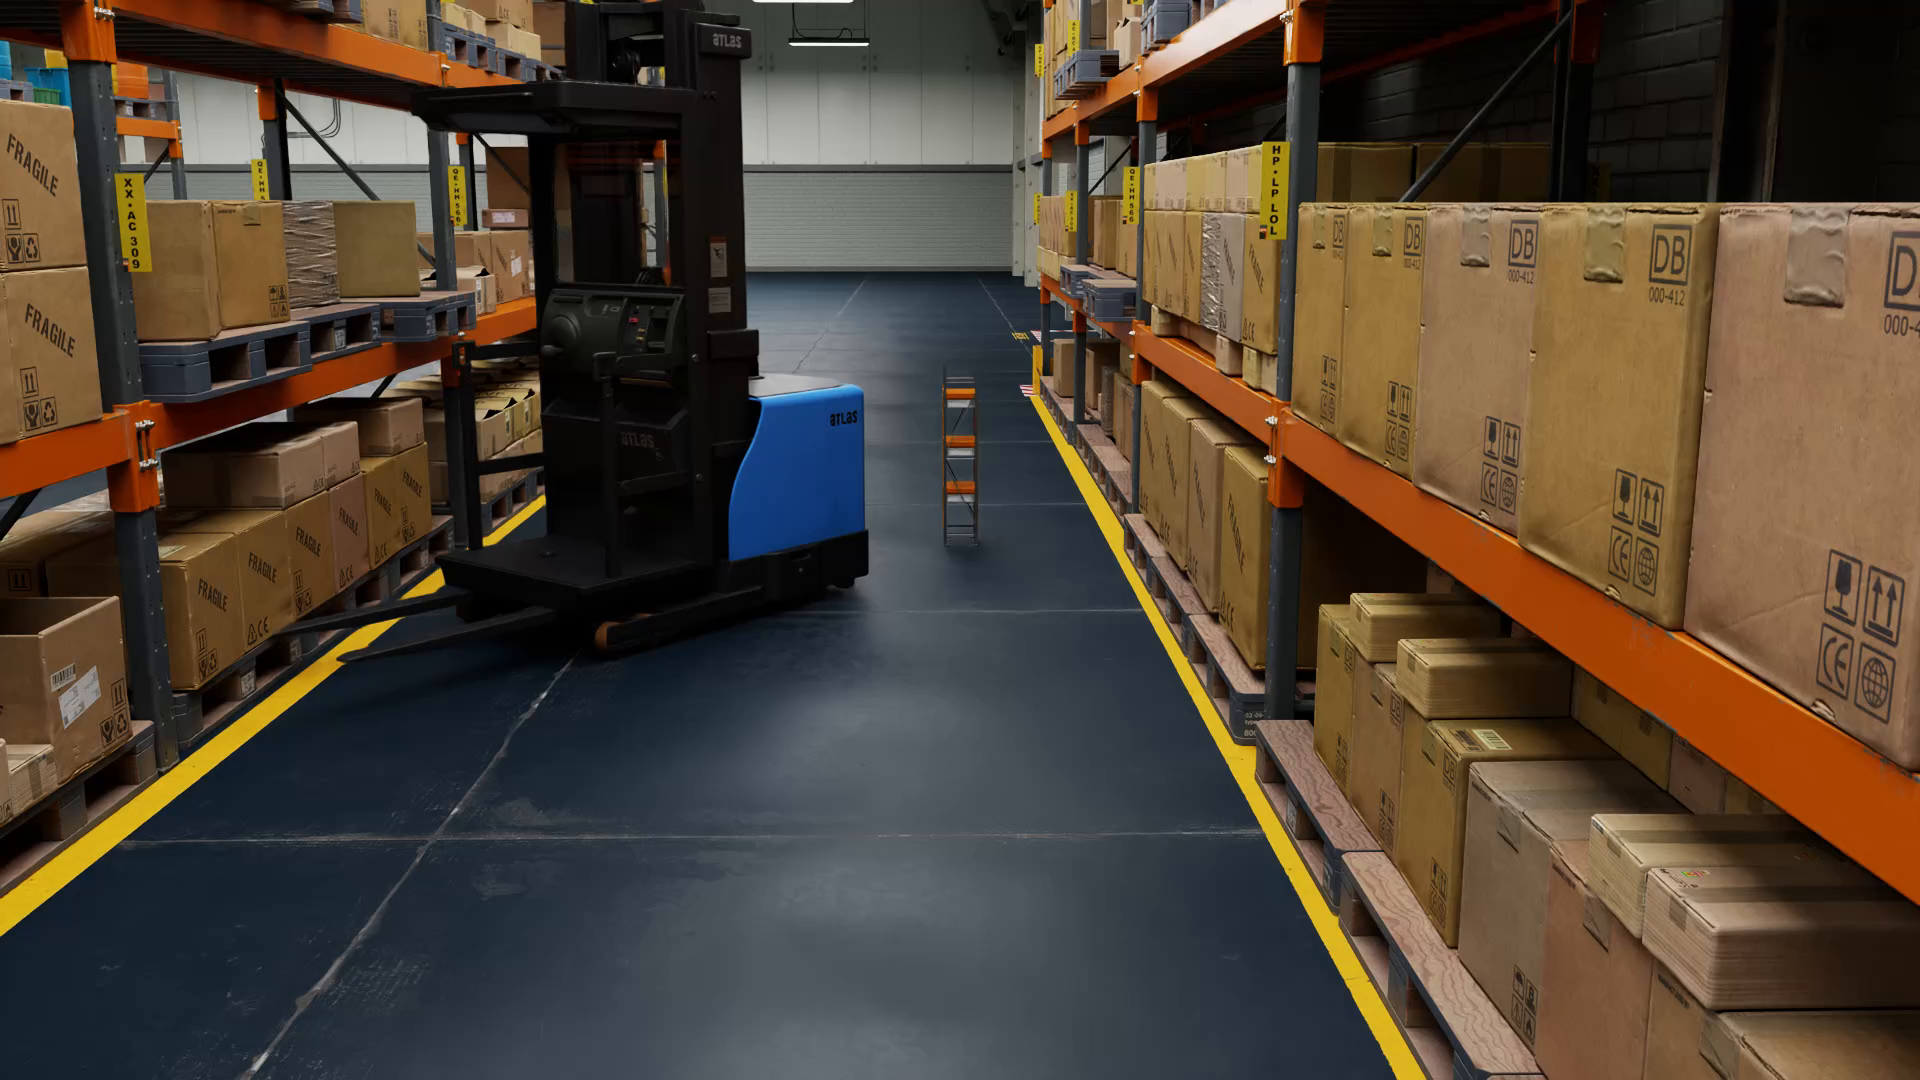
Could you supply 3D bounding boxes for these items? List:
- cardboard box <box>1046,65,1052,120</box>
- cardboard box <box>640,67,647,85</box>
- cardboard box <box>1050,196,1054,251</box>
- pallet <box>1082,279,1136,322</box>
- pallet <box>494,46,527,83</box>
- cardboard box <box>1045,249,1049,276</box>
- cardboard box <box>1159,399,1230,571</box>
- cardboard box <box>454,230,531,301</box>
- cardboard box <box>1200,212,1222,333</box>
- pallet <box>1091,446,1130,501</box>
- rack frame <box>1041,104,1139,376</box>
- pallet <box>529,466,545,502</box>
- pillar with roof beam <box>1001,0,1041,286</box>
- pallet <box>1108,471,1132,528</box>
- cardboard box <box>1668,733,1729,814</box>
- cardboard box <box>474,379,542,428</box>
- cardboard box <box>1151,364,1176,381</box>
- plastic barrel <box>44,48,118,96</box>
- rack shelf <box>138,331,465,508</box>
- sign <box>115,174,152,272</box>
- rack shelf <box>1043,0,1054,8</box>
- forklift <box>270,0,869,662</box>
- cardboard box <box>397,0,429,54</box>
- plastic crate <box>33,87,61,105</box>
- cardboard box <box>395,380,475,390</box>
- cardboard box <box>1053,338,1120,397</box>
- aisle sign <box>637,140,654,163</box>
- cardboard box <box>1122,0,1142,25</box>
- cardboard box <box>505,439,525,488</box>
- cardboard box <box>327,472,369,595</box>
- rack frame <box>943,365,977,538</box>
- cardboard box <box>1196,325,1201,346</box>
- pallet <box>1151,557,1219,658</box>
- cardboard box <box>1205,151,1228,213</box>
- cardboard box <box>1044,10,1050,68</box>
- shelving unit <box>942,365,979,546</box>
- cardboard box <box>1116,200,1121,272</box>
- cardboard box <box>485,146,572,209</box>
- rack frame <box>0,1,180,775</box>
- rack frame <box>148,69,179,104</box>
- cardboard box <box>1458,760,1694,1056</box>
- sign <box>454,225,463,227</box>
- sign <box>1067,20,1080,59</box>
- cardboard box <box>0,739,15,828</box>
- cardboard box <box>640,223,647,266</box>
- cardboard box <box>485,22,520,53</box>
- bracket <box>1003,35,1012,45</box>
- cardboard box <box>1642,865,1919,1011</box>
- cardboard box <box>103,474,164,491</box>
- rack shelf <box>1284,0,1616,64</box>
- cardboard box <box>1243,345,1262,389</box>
[{"bbox_3d":[1.100,-4.404,16.375,0.500,0.500,0.500,1,11,3],"label":"cardboard box"},{"bbox_3d":[-3.298,-4.471,15.979,0.500,0.250,0.500,0,11,-1],"label":"cardboard box"},{"bbox_3d":[1.104,-2.953,15.513,0.500,0.500,0.500,0,11,1],"label":"cardboard box"},{"bbox_3d":[1.412,-1.506,10.421,1.213,0.211,1.003,0,11,-1],"label":"pallet"},{"bbox_3d":[-3.549,-3.172,11.081,1.003,0.211,1.213,0,11,1],"label":"pallet"},{"bbox_3d":[1.090,-2.683,16.065,0.500,0.250,0.500,0,11,-2],"label":"cardboard box"},{"bbox_3d":[1.429,-0.290,8.296,0.750,0.750,0.750,0,11,-1],"label":"cardboard box"},{"bbox_3d":[-3.492,-2.024,12.242,0.500,0.500,0.500,1,11,3],"label":"cardboard box"},{"bbox_3d":[1.332,-1.160,7.184,0.500,0.500,0.500,0,11,-1],"label":"cardboard box"},{"bbox_3d":[1.496,-0.490,11.941,1.003,0.211,1.213,0,11,-1],"label":"pallet"},{"bbox_3d":[1.368,-3.049,17.544,1.000,3.000,0.127,0,11,-1],"label":"rack frame"},{"bbox_3d":[-3.420,-0.477,11.879,1.003,0.211,1.213,0,11,-1],"label":"pallet"},{"bbox_3d":[-2.553,-10.607,39.708,9.100,9.000,0.548,0,11,-1],"label":"pillar with roof beam"},{"bbox_3d":[1.518,-0.248,10.749,1.003,0.211,1.213,0,11,-1],"label":"pallet"},{"bbox_3d":[1.764,0.517,3.566,0.380,0.149,0.250,0,11,0],"label":"cardboard box"},{"bbox_3d":[-3.176,-0.984,11.815,0.500,0.311,0.500,0,11,-2],"label":"cardboard box"},{"bbox_3d":[1.517,-1.073,11.100,0.500,0.250,0.500,0,11,0],"label":"cardboard box"},{"bbox_3d":[-8.387,-4.550,15.871,0.600,0.588,0.600,0,11,0],"label":"plastic barrel"},{"bbox_3d":[-3.378,-0.688,7.714,1.077,0.370,4.000,0,11,-1],"label":"rack shelf"},{"bbox_3d":[-2.795,-1.071,5.615,0.100,0.325,0.005,0,11,-1],"label":"sign"},{"bbox_3d":[1.409,-5.238,15.060,1.077,0.370,4.000,0,11,-1],"label":"rack shelf"},{"bbox_3d":[-1.780,-1.018,7.706,1.130,2.935,3.031,9,14,37],"label":"forklift"},{"bbox_3d":[-3.377,-2.870,8.867,0.910,0.500,0.500,0,11,-1],"label":"cardboard box"},{"bbox_3d":[-8.215,-3.894,14.699,0.336,0.188,0.450,0,11,-1],"label":"plastic crate"},{"bbox_3d":[-3.710,-0.977,11.781,0.500,0.311,0.500,0,11,0],"label":"cardboard box"},{"bbox_3d":[1.269,-1.642,15.791,0.700,0.500,0.500,-1,12,-5],"label":"cardboard box"},{"bbox_3d":[-3.293,-4.316,17.252,0.394,0.787,0.004,0,11,-1],"label":"aisle sign"},{"bbox_3d":[1.407,-3.625,11.530,0.500,0.500,0.500,-1,11,-3],"label":"cardboard box"},{"bbox_3d":[-3.148,-0.501,10.845,0.500,0.250,0.500,-1,11,-3],"label":"cardboard box"},{"bbox_3d":[-3.138,-0.036,7.874,0.500,0.500,0.500,-1,11,-3],"label":"cardboard box"},{"bbox_3d":[-0.001,-0.528,10.022,0.200,1.050,0.008,0,11,-1],"label":"rack frame"},{"bbox_3d":[1.363,-1.024,8.141,0.380,0.149,0.250,0,11,0],"label":"cardboard box"},{"bbox_3d":[1.496,0.307,8.017,1.003,0.211,1.213,0,11,-1],"label":"pallet"},{"bbox_3d":[1.339,-1.531,7.124,0.500,0.250,0.500,0,11,0],"label":"cardboard box"},{"bbox_3d":[1.093,-4.891,16.260,0.500,0.500,0.500,0,11,-2],"label":"cardboard box"},{"bbox_3d":[0.001,-0.504,9.902,0.215,1.050,0.252,0,11,-1],"label":"shelving unit"},{"bbox_3d":[1.476,-2.175,11.880,0.700,0.500,0.500,1,12,7],"label":"cardboard box"},{"bbox_3d":[-3.518,-3.006,13.817,0.700,0.500,0.500,0,11,-1],"label":"cardboard box"},{"bbox_3d":[-3.337,-0.643,5.683,1.000,3.000,0.127,0,11,-1],"label":"rack frame"},{"bbox_3d":[-8.537,-5.949,16.747,1.000,3.000,0.127,0,11,-1],"label":"rack frame"},{"bbox_3d":[1.562,0.812,3.741,0.700,0.500,0.500,-1,11,-3],"label":"cardboard box"},{"bbox_3d":[-4.057,-2.693,13.415,0.100,0.325,0.005,0,11,-1],"label":"sign"},{"bbox_3d":[0.908,-3.974,13.257,0.100,0.325,0.005,0,11,-1],"label":"sign"},{"bbox_3d":[-3.026,0.721,4.619,0.500,0.311,0.500,0,11,-1],"label":"cardboard box"},{"bbox_3d":[-3.588,-2.984,16.973,0.700,0.500,0.500,0,11,-1],"label":"cardboard box"},{"bbox_3d":[-3.485,-3.604,12.054,0.500,0.250,0.500,-1,12,-7],"label":"cardboard box"},{"bbox_3d":[1.281,-13.497,44.903,0.235,0.232,0.430,0,11,-1],"label":"bracket"},{"bbox_3d":[1.399,0.669,2.816,0.380,0.149,0.250,0,11,-2],"label":"cardboard box"},{"bbox_3d":[-3.658,-0.029,7.839,0.500,0.500,0.500,-1,11,-3],"label":"cardboard box"},{"bbox_3d":[1.657,-1.384,3.600,1.077,0.370,4.000,0,11,-1],"label":"rack shelf"},{"bbox_3d":[1.297,-0.667,6.382,0.380,0.149,0.250,0,11,0],"label":"cardboard box"}]
